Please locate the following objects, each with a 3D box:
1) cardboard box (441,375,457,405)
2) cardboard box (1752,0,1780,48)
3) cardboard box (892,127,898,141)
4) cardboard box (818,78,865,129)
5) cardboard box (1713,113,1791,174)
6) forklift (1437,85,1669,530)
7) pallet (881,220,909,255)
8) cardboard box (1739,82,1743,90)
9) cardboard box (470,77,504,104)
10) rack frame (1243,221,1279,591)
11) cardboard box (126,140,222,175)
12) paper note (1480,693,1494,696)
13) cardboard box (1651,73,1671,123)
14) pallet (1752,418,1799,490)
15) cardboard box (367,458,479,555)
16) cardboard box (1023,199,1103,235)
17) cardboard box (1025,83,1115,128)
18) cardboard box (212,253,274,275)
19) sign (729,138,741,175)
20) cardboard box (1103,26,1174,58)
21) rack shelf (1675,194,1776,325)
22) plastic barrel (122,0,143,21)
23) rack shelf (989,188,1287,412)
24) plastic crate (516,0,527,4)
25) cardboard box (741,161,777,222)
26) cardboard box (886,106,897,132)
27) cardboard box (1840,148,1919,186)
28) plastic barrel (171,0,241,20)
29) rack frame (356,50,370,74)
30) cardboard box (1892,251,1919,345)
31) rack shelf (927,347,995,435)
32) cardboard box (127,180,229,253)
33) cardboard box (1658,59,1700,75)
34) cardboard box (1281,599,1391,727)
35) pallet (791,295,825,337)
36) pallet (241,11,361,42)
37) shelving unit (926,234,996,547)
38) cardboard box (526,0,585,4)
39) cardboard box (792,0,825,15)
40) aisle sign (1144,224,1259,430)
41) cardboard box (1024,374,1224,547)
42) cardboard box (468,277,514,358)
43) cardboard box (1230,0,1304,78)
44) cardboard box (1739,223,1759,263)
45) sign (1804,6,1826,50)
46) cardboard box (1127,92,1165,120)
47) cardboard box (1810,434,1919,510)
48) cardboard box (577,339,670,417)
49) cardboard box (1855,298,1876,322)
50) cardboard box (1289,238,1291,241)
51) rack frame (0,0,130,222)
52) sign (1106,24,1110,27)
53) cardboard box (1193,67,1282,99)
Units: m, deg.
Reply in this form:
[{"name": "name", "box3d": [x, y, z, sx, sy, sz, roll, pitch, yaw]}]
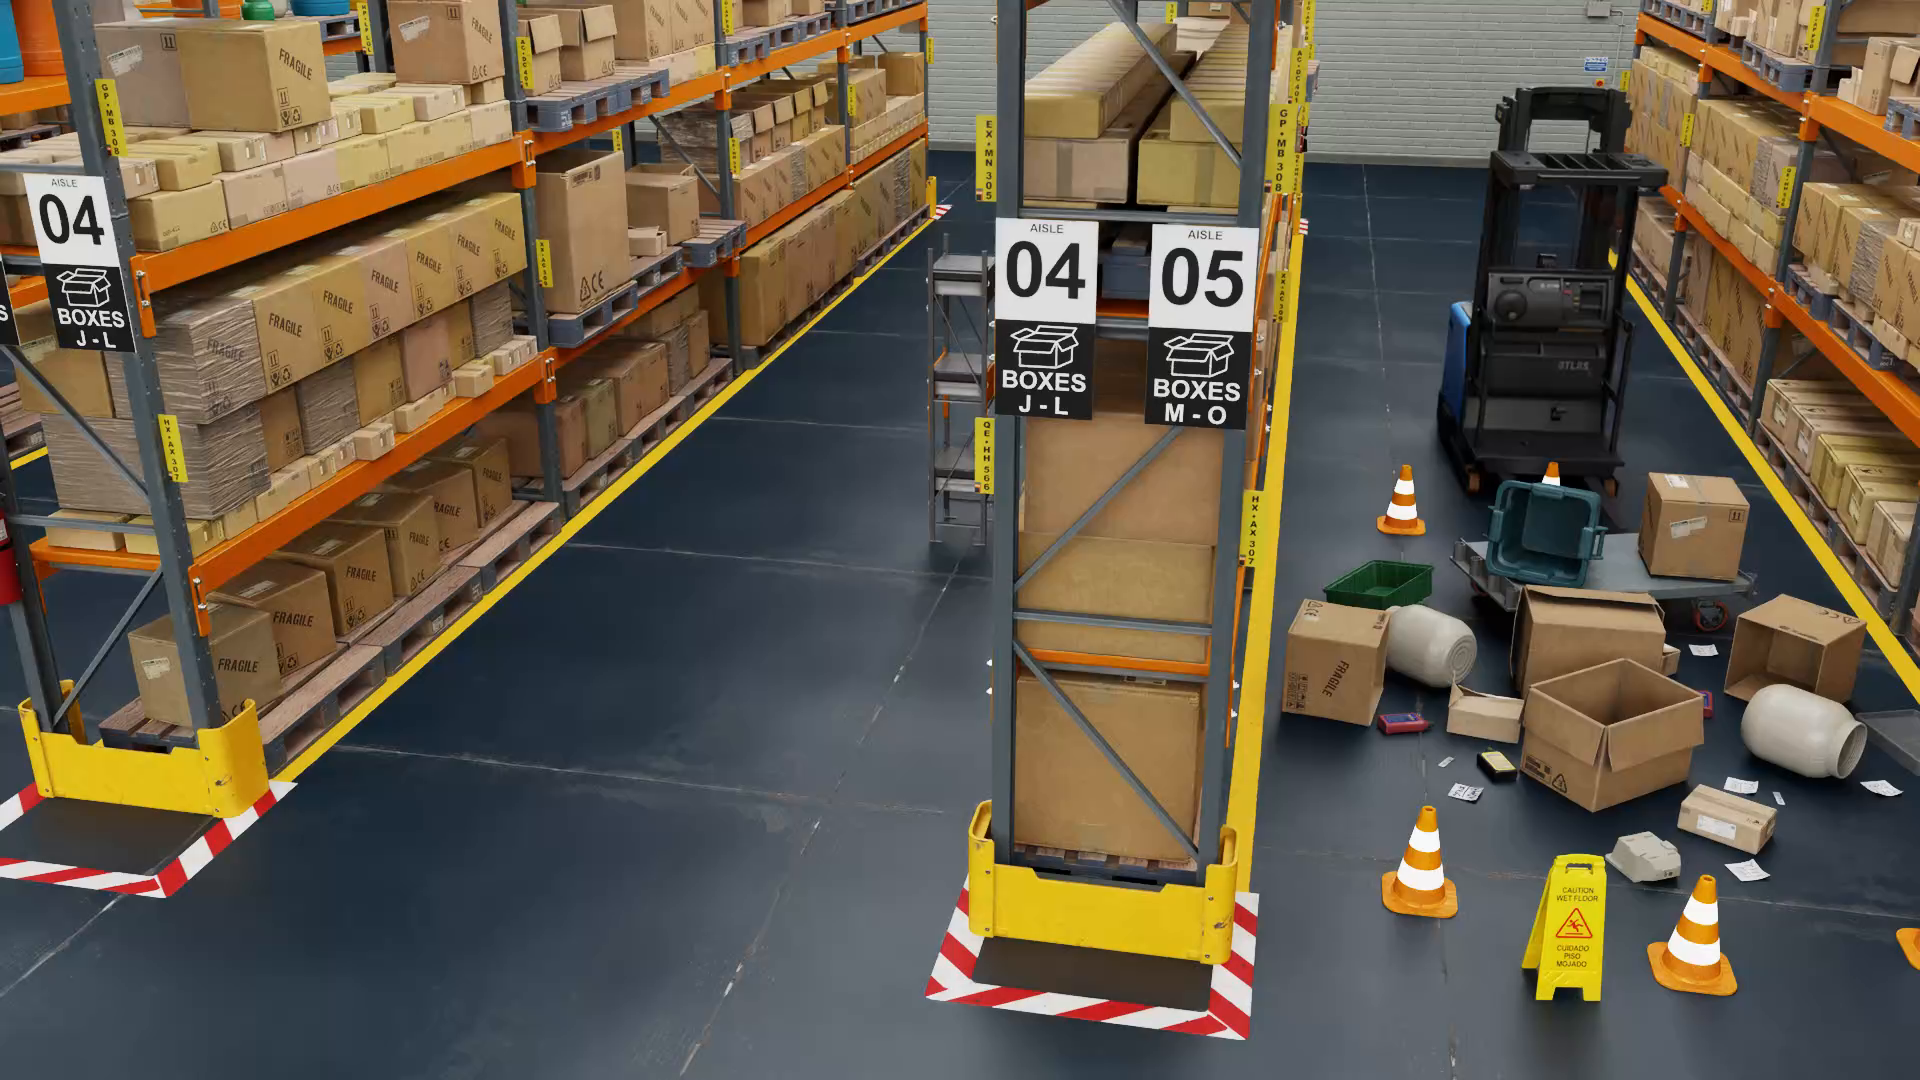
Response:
[{"name": "cardboard box", "box3d": [-3.428, -0.952, 10.538, 0.380, 0.149, 0.250, 4, 22, 11]}, {"name": "cardboard box", "box3d": [7.214, -4.535, 14.387, 0.500, 0.500, 0.500, 5, 22, 11]}, {"name": "cardboard box", "box3d": [-0.993, -5.086, 20.803, 0.380, 0.149, 0.250, 5, 22, 12]}, {"name": "cardboard box", "box3d": [-1.399, -5.026, 19.116, 0.500, 0.500, 0.500, 4, 22, 11]}, {"name": "cardboard box", "box3d": [7.402, -3.698, 15.549, 0.500, 0.500, 0.500, 4, 22, 10]}, {"name": "forklift", "box3d": [4.453, -1.806, 12.416, 1.130, 2.935, 3.031, 3, 22, 6]}, {"name": "pallet", "box3d": [-1.269, -3.880, 21.205, 1.003, 0.211, 1.213, 4, 22, 11]}, {"name": "cardboard box", "box3d": [8.320, -4.797, 17.409, 0.380, 0.149, 0.250, 4, 22, 10]}, {"name": "cardboard box", "box3d": [-3.163, -2.894, 10.676, 0.380, 0.149, 0.250, 5, 23, 13]}, {"name": "rack frame", "box3d": [1.455, -1.113, 10.602, 1.000, 3.000, 0.127, 4, 22, 11]}, {"name": "cardboard box", "box3d": [-3.835, -1.844, 8.070, 0.380, 0.149, 0.250, 4, 22, 10]}, {"name": "paper note", "box3d": [2.970, 0.904, 9.579, 0.172, 0.023, 0.155, 13, 25, 29]}, {"name": "cardboard box", "box3d": [8.097, -4.957, 18.674, 0.500, 0.500, 0.500, 5, 22, 11]}, {"name": "pallet", "box3d": [6.977, -0.657, 13.201, 1.003, 0.211, 1.213, 4, 22, 11]}, {"name": "cardboard box", "box3d": [-3.610, -0.210, 11.144, 0.500, 0.500, 0.500, 12, 25, 28]}, {"name": "cardboard box", "box3d": [0.375, -1.314, 6.726, 0.380, 0.149, 0.250, 4, 22, 11]}, {"name": "cardboard box", "box3d": [0.428, -1.776, 6.807, 0.380, 0.149, 0.250, 5, 22, 11]}, {"name": "cardboard box", "box3d": [-4.125, -1.299, 9.195, 0.500, 0.500, 0.500, 4, 22, 11]}, {"name": "sign", "box3d": [-2.030, -3.454, 14.970, 0.100, 0.325, 0.005, 4, 22, 11]}, {"name": "cardboard box", "box3d": [0.997, -2.798, 9.344, 0.380, 0.149, 0.250, 4, 22, 10]}, {"name": "rack shelf", "box3d": [7.546, -2.633, 15.340, 1.077, 0.370, 4.000, 4, 22, 11]}, {"name": "plastic barrel", "box3d": [-7.775, -4.722, 15.397, 0.421, 0.512, 0.421, 0, 22, 0]}, {"name": "rack shelf", "box3d": [1.047, -1.439, 8.360, 1.077, 0.370, 4.000, 4, 22, 11]}, {"name": "plastic crate", "box3d": [-5.701, -7.205, 21.997, 0.450, 0.188, 0.336, 4, 22, 11]}, {"name": "cardboard box", "box3d": [-2.095, -3.383, 16.105, 0.500, 0.500, 0.500, 4, 22, 9]}, {"name": "cardboard box", "box3d": [-1.080, -5.225, 20.616, 0.500, 0.250, 0.500, 4, 22, 11]}, {"name": "cardboard box", "box3d": [7.478, -2.908, 13.586, 0.500, 0.500, 0.500, 4, 22, 9]}, {"name": "plastic barrel", "box3d": [-7.293, -5.361, 15.999, 0.600, 0.830, 0.708, 4, 22, 11]}, {"name": "rack frame", "box3d": [-6.596, -4.832, 19.835, 1.000, 3.000, 0.127, 4, 22, 11]}, {"name": "cardboard box", "box3d": [6.291, -1.520, 10.518, 0.500, 0.500, 0.500, 5, 22, 11]}, {"name": "rack shelf", "box3d": [0.034, -1.022, 11.617, 0.431, 0.518, 0.480, 4, 22, 11]}, {"name": "cardboard box", "box3d": [-3.844, -1.544, 7.857, 0.500, 0.250, 0.500, 5, 22, 13]}, {"name": "cardboard box", "box3d": [8.069, -5.300, 18.657, 0.380, 0.149, 0.250, 4, 22, 10]}, {"name": "cardboard box", "box3d": [2.143, 0.691, 9.465, 0.500, 0.500, 0.500, 8, 23, 20]}, {"name": "pallet", "box3d": [-2.078, -2.425, 17.592, 1.003, 0.211, 1.213, 4, 22, 11]}, {"name": "pallet", "box3d": [-6.889, -5.426, 17.549, 1.003, 0.211, 1.213, 4, 22, 11]}, {"name": "shelving unit", "box3d": [0.034, -1.035, 11.612, 0.431, 2.100, 0.503, 4, 22, 11]}, {"name": "cardboard box", "box3d": [-3.114, -4.139, 13.297, 0.500, 0.500, 0.500, 4, 22, 9]}, {"name": "cardboard box", "box3d": [-1.856, -5.874, 17.712, 0.700, 0.500, 0.500, 5, 22, 12]}, {"name": "aisle sign", "box3d": [0.918, -0.807, 6.363, 0.394, 0.787, 0.004, 4, 22, 11]}, {"name": "cardboard box", "box3d": [0.753, -0.354, 7.070, 0.875, 0.550, 0.550, 4, 22, 11]}, {"name": "cardboard box", "box3d": [-3.532, -1.553, 11.162, 0.875, 0.500, 0.500, 4, 22, 11]}, {"name": "cardboard box", "box3d": [2.191, -3.598, 11.927, 0.500, 0.500, 0.500, 4, 22, 11]}, {"name": "cardboard box", "box3d": [7.076, -2.559, 14.393, 0.500, 0.250, 0.500, 5, 22, 12]}, {"name": "sign", "box3d": [6.597, -3.949, 12.830, 0.100, 0.325, 0.005, 4, 22, 11]}, {"name": "cardboard box", "box3d": [0.672, -1.918, 7.692, 0.500, 0.250, 0.500, 4, 22, 11]}, {"name": "cardboard box", "box3d": [6.710, -0.458, 11.932, 0.950, 0.372, 0.625, 5, 23, 13]}, {"name": "cardboard box", "box3d": [-2.890, -1.377, 14.016, 0.700, 0.500, 0.500, 6, 23, 15]}, {"name": "cardboard box", "box3d": [6.513, -1.622, 11.640, 0.380, 0.149, 0.250, 5, 23, 13]}, {"name": "cardboard box", "box3d": [3.881, -3.785, 20.490, 0.380, 0.149, 0.250, 3, 22, 9]}, {"name": "rack frame", "box3d": [-4.196, -2.848, 6.880, 1.000, 3.000, 0.127, 4, 22, 11]}, {"name": "sign", "box3d": [0.922, -2.928, 9.980, 0.100, 0.325, 0.005, 4, 22, 11]}, {"name": "cardboard box", "box3d": [1.227, -2.006, 7.376, 0.380, 0.149, 0.250, 4, 22, 10]}]
